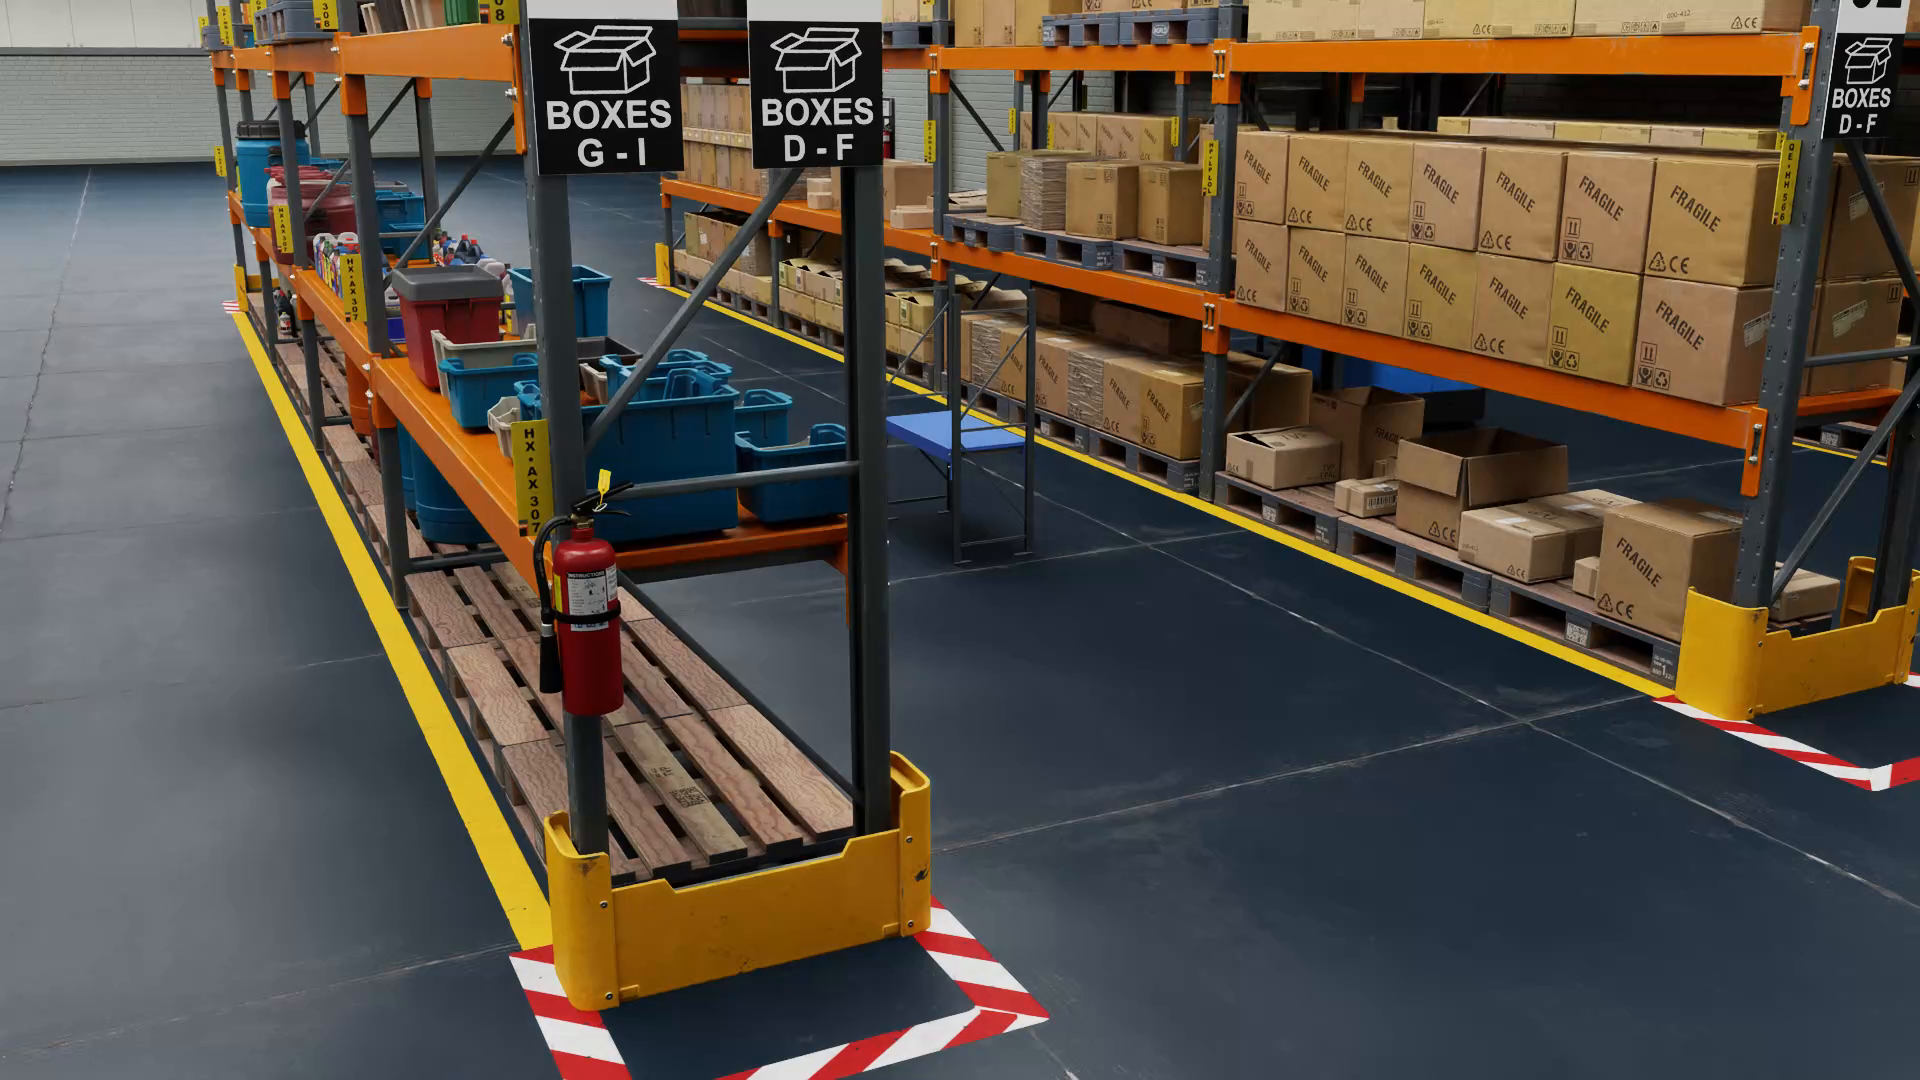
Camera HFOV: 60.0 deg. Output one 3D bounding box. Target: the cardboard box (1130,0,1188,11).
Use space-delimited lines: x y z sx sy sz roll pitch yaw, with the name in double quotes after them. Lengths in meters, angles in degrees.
1.539 -3.788 10.951 0.600 0.600 0.600 -8 18 -26 "cardboard box"

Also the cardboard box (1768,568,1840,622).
3.884 0.254 7.799 0.380 0.149 0.250 -8 18 -25 "cardboard box"

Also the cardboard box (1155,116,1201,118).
2.712 -4.903 20.275 0.500 0.500 0.500 -8 18 -25 "cardboard box"

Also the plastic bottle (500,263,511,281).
-2.614 -1.461 9.614 0.061 0.283 0.133 -8 18 -25 "plastic bottle"

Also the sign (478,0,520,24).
-1.183 -1.483 4.232 0.100 0.325 0.005 -8 18 -25 "sign"

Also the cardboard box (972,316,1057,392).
0.431 -1.477 13.193 0.500 0.500 0.500 -8 18 -27 "cardboard box"

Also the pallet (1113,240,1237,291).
1.754 -1.871 11.179 1.003 0.211 1.213 -8 18 -25 "pallet"

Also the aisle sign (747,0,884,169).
-0.397 -1.430 4.582 0.394 0.787 0.004 -8 18 -25 "aisle sign"

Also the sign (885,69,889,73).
-1.306 -8.491 29.698 0.001 0.298 0.199 -8 18 -25 "sign"

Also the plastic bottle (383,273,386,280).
-3.145 -1.319 8.997 0.144 0.351 0.185 -8 18 -25 "plastic bottle"

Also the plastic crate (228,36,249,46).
-7.019 -4.802 16.085 0.243 0.136 0.396 -8 18 -25 "plastic crate"

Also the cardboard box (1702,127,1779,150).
6.023 -2.997 12.640 0.500 0.250 0.500 -7 18 -24 "cardboard box"

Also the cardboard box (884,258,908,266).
-0.830 -2.691 16.897 0.500 0.311 0.500 -7 17 -23 "cardboard box"

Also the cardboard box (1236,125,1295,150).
3.384 -4.325 18.403 0.700 0.500 0.500 -6 17 -19 "cardboard box"

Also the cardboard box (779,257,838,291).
-1.541 -2.752 17.111 0.500 0.311 0.500 -8 18 -25 "cardboard box"

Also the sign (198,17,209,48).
-8.202 -5.510 18.059 0.100 0.325 0.005 -8 18 -25 "sign"

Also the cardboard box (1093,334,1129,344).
1.337 -1.292 12.549 0.500 0.500 0.500 -8 18 -27 "cardboard box"

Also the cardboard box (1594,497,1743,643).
3.299 0.125 7.610 0.500 0.500 0.500 -8 18 -25 "cardboard box"

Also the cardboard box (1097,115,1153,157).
2.033 -4.962 20.479 0.500 0.500 0.500 -8 18 -26 "cardboard box"

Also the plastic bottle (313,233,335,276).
-4.301 -1.940 11.297 0.152 0.276 0.135 -8 18 -25 "plastic bottle"

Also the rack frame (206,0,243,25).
-7.705 -7.013 17.875 1.000 3.000 0.127 -8 18 -25 "rack frame"

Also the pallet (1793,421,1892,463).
6.721 -0.813 12.200 1.003 0.211 1.213 -8 18 -25 "pallet"

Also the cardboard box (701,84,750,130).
-2.578 -5.014 19.250 0.700 0.500 0.500 -8 18 -25 "cardboard box"

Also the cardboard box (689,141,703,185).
-2.823 -4.528 19.911 0.700 0.500 0.500 -7 17 -23 "cardboard box"

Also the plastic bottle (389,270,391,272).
-3.188 -1.386 9.376 0.097 0.271 0.097 0 16 0 "plastic bottle"

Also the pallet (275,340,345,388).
-5.574 -1.607 14.969 1.003 0.211 1.213 -8 18 -25 "pallet"

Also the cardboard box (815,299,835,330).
-1.092 -2.230 16.309 0.500 0.250 0.500 -8 18 -27 "cardboard box"

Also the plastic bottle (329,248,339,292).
-3.913 -1.700 10.472 0.097 0.271 0.097 0 16 0 "plastic bottle"

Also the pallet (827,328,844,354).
-0.602 -1.914 16.038 1.003 0.211 1.213 -8 18 -25 "pallet"

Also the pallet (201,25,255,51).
-6.357 -4.656 15.441 1.213 0.211 1.003 -8 18 -25 "pallet"

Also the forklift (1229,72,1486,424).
3.067 -2.615 13.551 1.130 2.935 3.031 -5 17 -18 "forklift"

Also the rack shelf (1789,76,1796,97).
7.334 -2.951 10.463 1.077 0.370 4.000 -8 18 -25 "rack shelf"

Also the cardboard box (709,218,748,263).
-2.561 -3.436 19.149 0.500 0.500 0.500 -8 18 -25 "cardboard box"

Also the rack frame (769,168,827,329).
-1.498 -3.735 17.329 1.000 3.000 0.127 -8 18 -25 "rack frame"

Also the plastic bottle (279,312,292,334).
-6.392 -2.056 15.754 0.097 0.201 0.097 0 16 0 "plastic bottle"

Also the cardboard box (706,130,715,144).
-2.706 -4.644 19.140 0.380 0.149 0.250 -8 18 -26 "cardboard box"

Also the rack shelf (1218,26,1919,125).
2.883 -2.352 8.374 1.077 0.370 4.000 -8 18 -25 "rack shelf"

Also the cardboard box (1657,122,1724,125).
6.031 -3.310 13.732 0.500 0.250 0.500 -8 18 -27 "cardboard box"

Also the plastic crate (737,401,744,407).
-0.871 -0.423 6.156 0.250 0.136 0.298 -8 18 -25 "plastic crate"

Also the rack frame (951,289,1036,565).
0.185 -0.616 9.178 0.500 1.500 0.032 -8 18 -25 "rack frame"

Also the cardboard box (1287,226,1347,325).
2.212 -1.514 9.406 0.500 0.500 0.500 -7 18 -24 "cardboard box"

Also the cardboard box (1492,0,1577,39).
2.857 -2.473 7.763 0.500 0.250 0.500 -8 18 -25 "cardboard box"

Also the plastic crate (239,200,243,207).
-6.892 -3.383 16.579 0.530 0.136 0.437 -8 18 -25 "plastic crate"

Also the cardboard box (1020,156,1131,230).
0.860 -2.601 12.433 0.700 0.500 0.500 -4 17 -14 "cardboard box"

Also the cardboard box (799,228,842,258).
-1.420 -3.129 18.079 0.500 0.500 0.500 -8 18 -25 "cardboard box"

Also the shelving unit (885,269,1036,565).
-0.037 -0.742 9.617 0.538 1.500 1.048 -8 18 -25 "shelving unit"

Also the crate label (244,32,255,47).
-7.182 -4.996 16.553 0.502 0.251 0.408 -8 18 -25 "crate label"

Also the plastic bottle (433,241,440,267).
-3.605 -1.971 11.540 0.097 0.201 0.097 0 16 0 "plastic bottle"

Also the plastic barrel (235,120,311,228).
-6.056 -3.246 14.716 0.600 0.901 0.708 -8 18 -25 "plastic barrel"

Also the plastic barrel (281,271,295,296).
-7.128 -2.857 18.018 0.421 0.512 0.421 0 16 0 "plastic barrel"

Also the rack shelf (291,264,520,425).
-3.324 -1.304 10.161 1.077 0.370 4.000 -8 18 -25 "rack shelf"

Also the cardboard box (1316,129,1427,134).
2.461 -2.186 9.937 0.500 0.500 0.500 -8 18 -25 "cardboard box"

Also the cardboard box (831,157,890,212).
-0.946 -3.460 16.189 0.500 0.500 0.500 -6 17 -21 "cardboard box"
